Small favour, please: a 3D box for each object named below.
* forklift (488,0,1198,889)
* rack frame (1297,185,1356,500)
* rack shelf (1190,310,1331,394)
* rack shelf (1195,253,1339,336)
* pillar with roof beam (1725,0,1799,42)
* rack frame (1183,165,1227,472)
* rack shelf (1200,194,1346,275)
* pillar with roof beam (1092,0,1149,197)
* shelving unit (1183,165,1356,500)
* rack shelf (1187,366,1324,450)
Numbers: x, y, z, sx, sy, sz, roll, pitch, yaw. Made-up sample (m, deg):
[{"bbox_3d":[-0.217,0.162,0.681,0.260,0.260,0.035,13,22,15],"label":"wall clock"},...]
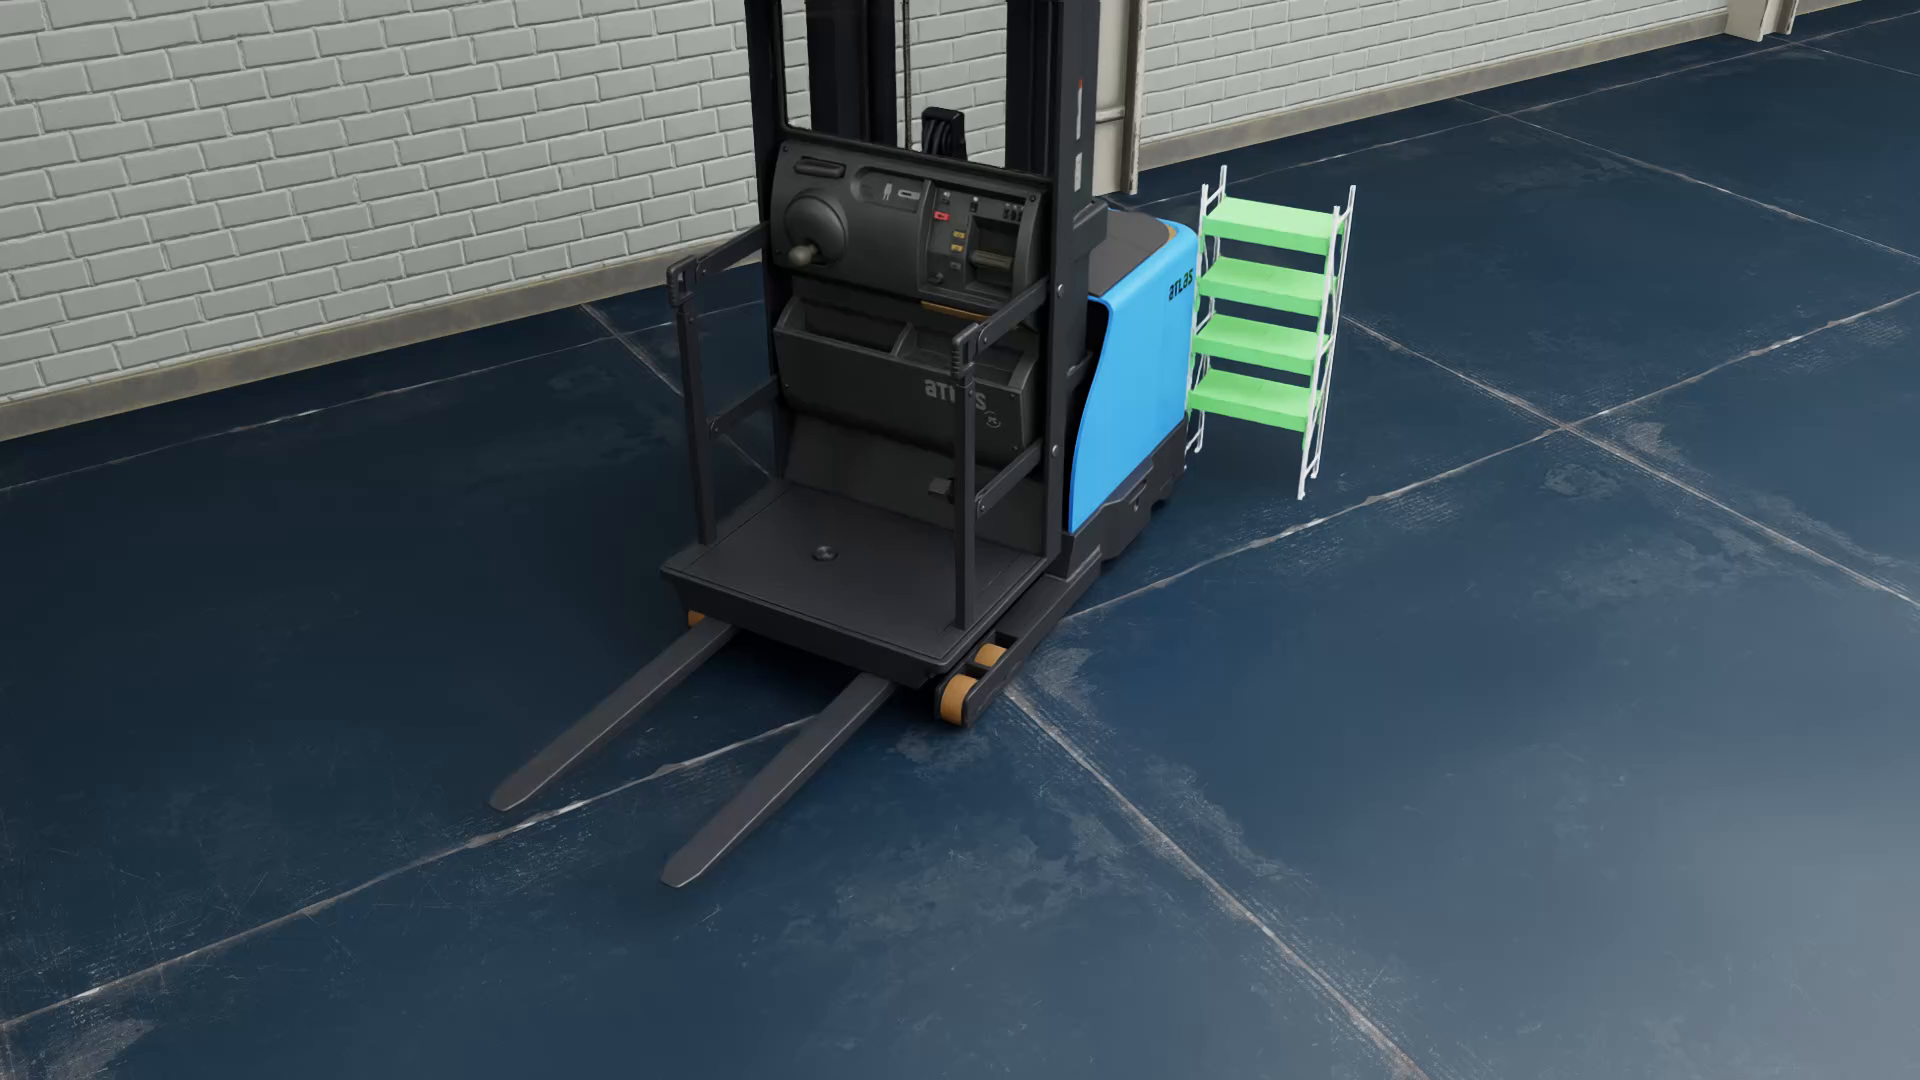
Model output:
[{"bbox_3d":[-0.284,-0.923,4.966,1.130,2.935,3.031,17,36,25],"label":"forklift"},{"bbox_3d":[1.378,-0.723,6.271,0.015,1.200,0.240,15,35,22],"label":"rack frame"},{"bbox_3d":[1.159,-0.725,6.395,0.480,0.148,0.258,15,35,22],"label":"rack shelf"},{"bbox_3d":[1.159,-0.928,6.267,0.480,0.148,0.258,15,35,22],"label":"rack shelf"},{"bbox_3d":[8.124,-5.570,6.645,0.400,9.000,9.100,-19,37,-27],"label":"pillar with roof beam"},{"bbox_3d":[0.939,-0.836,6.451,0.015,1.200,0.240,15,35,22],"label":"rack frame"},{"bbox_3d":[1.159,-1.131,6.139,0.480,0.148,0.258,15,35,22],"label":"rack shelf"},{"bbox_3d":[3.081,-3.835,3.895,0.400,9.000,9.100,-19,37,-27],"label":"pillar with roof beam"},{"bbox_3d":[1.159,-0.779,6.361,0.503,1.200,0.258,15,35,22],"label":"shelving unit"},{"bbox_3d":[1.159,-0.522,6.523,0.480,0.148,0.258,15,35,22],"label":"rack shelf"}]
